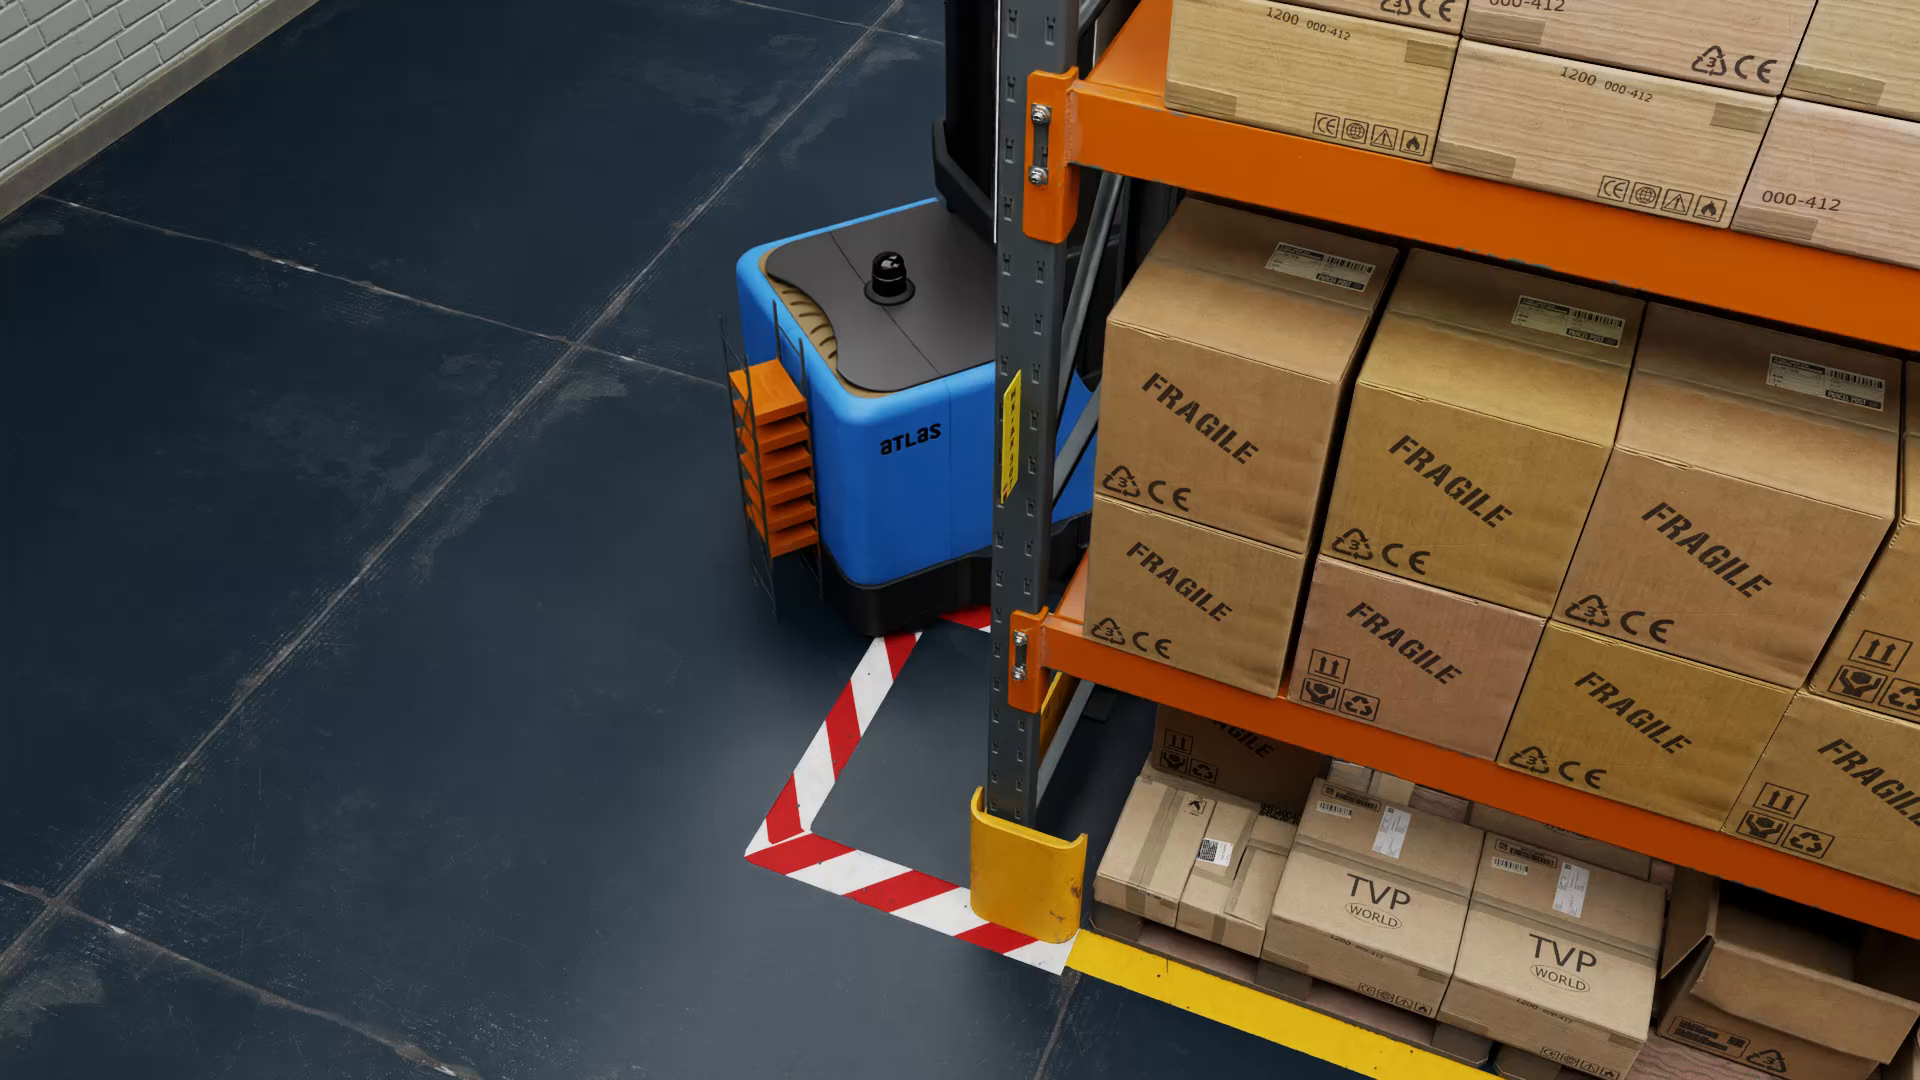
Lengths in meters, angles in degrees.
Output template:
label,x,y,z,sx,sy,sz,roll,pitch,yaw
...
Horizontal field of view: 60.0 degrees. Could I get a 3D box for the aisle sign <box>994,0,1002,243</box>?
label,x,y,z,sx,sy,sz,roll,pitch,yaw
aisle sign,0.149,-1.025,3.311,0.004,0.787,0.394,16,47,16

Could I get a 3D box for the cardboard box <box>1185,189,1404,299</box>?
label,x,y,z,sx,sy,sz,roll,pitch,yaw
cardboard box,0.841,-0.724,4.071,0.500,0.500,0.500,16,47,15

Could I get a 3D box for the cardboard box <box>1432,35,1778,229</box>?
label,x,y,z,sx,sy,sz,roll,pitch,yaw
cardboard box,1.157,-0.837,2.944,0.500,0.250,0.500,16,47,16

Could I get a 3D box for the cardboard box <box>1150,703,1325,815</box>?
label,x,y,z,sx,sy,sz,roll,pitch,yaw
cardboard box,0.921,0.441,5.140,0.500,0.500,0.500,16,47,16

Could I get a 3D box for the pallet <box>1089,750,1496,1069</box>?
label,x,y,z,sx,sy,sz,roll,pitch,yaw
pallet,1.131,0.949,5.147,1.213,0.211,1.003,16,47,16

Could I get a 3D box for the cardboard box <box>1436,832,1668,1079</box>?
label,x,y,z,sx,sy,sz,roll,pitch,yaw
cardboard box,1.640,1.146,4.609,0.500,0.250,0.500,16,47,16

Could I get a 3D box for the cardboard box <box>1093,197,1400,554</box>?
label,x,y,z,sx,sy,sz,roll,pitch,yaw
cardboard box,0.633,-0.374,3.719,0.500,0.500,0.500,18,48,17

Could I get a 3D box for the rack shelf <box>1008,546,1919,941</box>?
label,x,y,z,sx,sy,sz,roll,pitch,yaw
rack shelf,2.170,0.522,4.109,4.000,0.370,1.077,16,47,16

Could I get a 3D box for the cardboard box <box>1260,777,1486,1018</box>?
label,x,y,z,sx,sy,sz,roll,pitch,yaw
cardboard box,1.179,1.011,4.745,0.500,0.250,0.500,16,47,16

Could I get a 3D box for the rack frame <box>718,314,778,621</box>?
label,x,y,z,sx,sy,sz,roll,pitch,yaw
rack frame,-0.709,-0.213,5.613,0.006,1.200,0.240,-19,48,-19

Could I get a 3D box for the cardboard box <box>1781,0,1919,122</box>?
label,x,y,z,sx,sy,sz,roll,pitch,yaw
cardboard box,1.621,-0.883,2.636,0.500,0.250,0.500,16,47,16

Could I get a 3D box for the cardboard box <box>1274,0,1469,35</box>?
label,x,y,z,sx,sy,sz,roll,pitch,yaw
cardboard box,0.698,-1.155,2.909,0.500,0.250,0.500,16,47,16

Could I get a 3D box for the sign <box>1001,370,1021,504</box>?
label,x,y,z,sx,sy,sz,roll,pitch,yaw
sign,0.116,-0.230,3.741,0.005,0.325,0.100,16,47,16

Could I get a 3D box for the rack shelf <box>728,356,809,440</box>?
label,x,y,z,sx,sy,sz,roll,pitch,yaw
rack shelf,-0.627,-0.465,5.420,0.180,0.103,0.258,-19,48,-19

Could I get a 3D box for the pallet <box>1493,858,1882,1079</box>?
label,x,y,z,sx,sy,sz,roll,pitch,yaw
pallet,2.253,1.281,4.813,1.213,0.211,1.003,16,47,16

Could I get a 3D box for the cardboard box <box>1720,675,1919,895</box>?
label,x,y,z,sx,sy,sz,roll,pitch,yaw
cardboard box,2.034,0.392,3.658,0.500,0.500,0.500,17,47,16

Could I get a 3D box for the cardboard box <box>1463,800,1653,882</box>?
label,x,y,z,sx,sy,sz,roll,pitch,yaw
cardboard box,1.786,0.807,4.949,0.500,0.250,0.500,16,47,16

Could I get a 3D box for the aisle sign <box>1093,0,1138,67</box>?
label,x,y,z,sx,sy,sz,roll,pitch,yaw
aisle sign,0.380,-1.416,3.703,0.004,0.787,0.394,16,47,16

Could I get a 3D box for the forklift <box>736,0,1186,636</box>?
label,x,y,z,sx,sy,sz,roll,pitch,yaw
forklift,0.764,-1.436,5.615,3.031,2.935,1.130,-19,48,-19

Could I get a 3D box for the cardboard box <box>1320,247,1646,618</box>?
label,x,y,z,sx,sy,sz,roll,pitch,yaw
cardboard box,1.118,-0.237,3.582,0.500,0.500,0.500,17,47,16

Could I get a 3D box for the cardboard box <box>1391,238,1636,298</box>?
label,x,y,z,sx,sy,sz,roll,pitch,yaw
cardboard box,1.308,-0.588,3.934,0.500,0.500,0.500,18,47,17

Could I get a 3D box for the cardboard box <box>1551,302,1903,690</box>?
label,x,y,z,sx,sy,sz,roll,pitch,yaw
cardboard box,1.578,-0.098,3.442,0.500,0.500,0.500,17,47,16

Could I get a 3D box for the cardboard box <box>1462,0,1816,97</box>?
label,x,y,z,sx,sy,sz,roll,pitch,yaw
cardboard box,1.157,-1.014,2.768,0.500,0.250,0.500,16,47,16

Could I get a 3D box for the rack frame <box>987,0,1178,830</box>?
label,x,y,z,sx,sy,sz,roll,pitch,yaw
rack frame,0.325,-0.276,4.401,0.127,3.000,1.000,16,47,16

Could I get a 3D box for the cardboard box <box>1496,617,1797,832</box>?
label,x,y,z,sx,sy,sz,roll,pitch,yaw
cardboard box,1.573,0.255,3.796,0.500,0.500,0.500,16,47,16

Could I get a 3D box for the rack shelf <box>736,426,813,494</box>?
label,x,y,z,sx,sy,sz,roll,pitch,yaw
rack shelf,-0.627,-0.295,5.589,0.180,0.103,0.258,-19,48,-19

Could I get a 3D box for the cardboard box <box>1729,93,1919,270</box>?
label,x,y,z,sx,sy,sz,roll,pitch,yaw
cardboard box,1.619,-0.703,2.809,0.500,0.250,0.500,16,47,16

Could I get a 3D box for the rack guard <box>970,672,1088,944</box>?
label,x,y,z,sx,sy,sz,roll,pitch,yaw
rack guard,0.395,0.631,5.262,0.348,0.500,1.175,16,47,16

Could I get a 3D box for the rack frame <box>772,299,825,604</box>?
label,x,y,z,sx,sy,sz,roll,pitch,yaw
rack frame,-0.546,-0.271,5.671,0.006,1.200,0.240,-19,48,-19

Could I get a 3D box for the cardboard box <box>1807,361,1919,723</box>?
label,x,y,z,sx,sy,sz,roll,pitch,yaw
cardboard box,2.047,0.039,3.304,0.500,0.500,0.500,16,47,15

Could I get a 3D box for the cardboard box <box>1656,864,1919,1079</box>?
label,x,y,z,sx,sy,sz,roll,pitch,yaw
cardboard box,2.280,1.032,4.544,0.637,0.503,0.797,16,47,16

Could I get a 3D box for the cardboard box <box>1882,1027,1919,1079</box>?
label,x,y,z,sx,sy,sz,roll,pitch,yaw
cardboard box,2.689,1.433,4.277,0.500,0.311,0.500,16,47,16

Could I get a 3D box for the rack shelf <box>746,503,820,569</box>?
label,x,y,z,sx,sy,sz,roll,pitch,yaw
rack shelf,-0.627,-0.040,5.843,0.180,0.103,0.258,-19,48,-19

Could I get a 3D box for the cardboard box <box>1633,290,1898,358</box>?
label,x,y,z,sx,sy,sz,roll,pitch,yaw
cardboard box,1.788,-0.450,3.796,0.500,0.500,0.500,18,47,17

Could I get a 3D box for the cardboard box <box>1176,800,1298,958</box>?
label,x,y,z,sx,sy,sz,roll,pitch,yaw
cardboard box,0.809,0.977,4.838,0.250,0.166,0.380,16,47,16

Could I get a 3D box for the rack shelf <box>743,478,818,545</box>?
label,x,y,z,sx,sy,sz,roll,pitch,yaw
rack shelf,-0.627,-0.125,5.758,0.180,0.103,0.258,-19,48,-19

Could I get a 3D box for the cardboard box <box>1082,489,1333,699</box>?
label,x,y,z,sx,sy,sz,roll,pitch,yaw
cardboard box,0.633,-0.020,4.072,0.500,0.500,0.500,17,47,17

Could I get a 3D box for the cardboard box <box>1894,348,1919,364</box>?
label,x,y,z,sx,sy,sz,roll,pitch,yaw
cardboard box,2.262,-0.310,3.655,0.500,0.500,0.500,18,48,17

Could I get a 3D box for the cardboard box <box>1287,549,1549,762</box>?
label,x,y,z,sx,sy,sz,roll,pitch,yaw
cardboard box,1.111,0.117,3.935,0.500,0.500,0.500,16,47,15

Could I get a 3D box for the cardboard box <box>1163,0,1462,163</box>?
label,x,y,z,sx,sy,sz,roll,pitch,yaw
cardboard box,0.701,-0.981,3.089,0.500,0.250,0.500,16,47,16

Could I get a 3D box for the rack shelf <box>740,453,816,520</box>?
label,x,y,z,sx,sy,sz,roll,pitch,yaw
rack shelf,-0.627,-0.210,5.674,0.180,0.103,0.258,-19,48,-19

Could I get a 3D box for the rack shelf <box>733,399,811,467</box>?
label,x,y,z,sx,sy,sz,roll,pitch,yaw
rack shelf,-0.627,-0.380,5.504,0.180,0.103,0.258,-19,48,-19

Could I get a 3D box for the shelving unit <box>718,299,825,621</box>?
label,x,y,z,sx,sy,sz,roll,pitch,yaw
shelving unit,-0.627,-0.242,5.642,0.189,1.200,0.258,-19,48,-19

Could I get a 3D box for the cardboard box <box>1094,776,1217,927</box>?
label,x,y,z,sx,sy,sz,roll,pitch,yaw
cardboard box,0.579,0.916,4.912,0.250,0.149,0.380,16,47,16

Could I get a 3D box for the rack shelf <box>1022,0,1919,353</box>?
label,x,y,z,sx,sy,sz,roll,pitch,yaw
rack shelf,2.170,-0.541,3.051,4.000,0.370,1.077,16,47,16

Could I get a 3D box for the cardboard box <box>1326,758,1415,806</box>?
label,x,y,z,sx,sy,sz,roll,pitch,yaw
cardboard box,1.260,0.728,5.088,0.250,0.166,0.380,16,47,16
